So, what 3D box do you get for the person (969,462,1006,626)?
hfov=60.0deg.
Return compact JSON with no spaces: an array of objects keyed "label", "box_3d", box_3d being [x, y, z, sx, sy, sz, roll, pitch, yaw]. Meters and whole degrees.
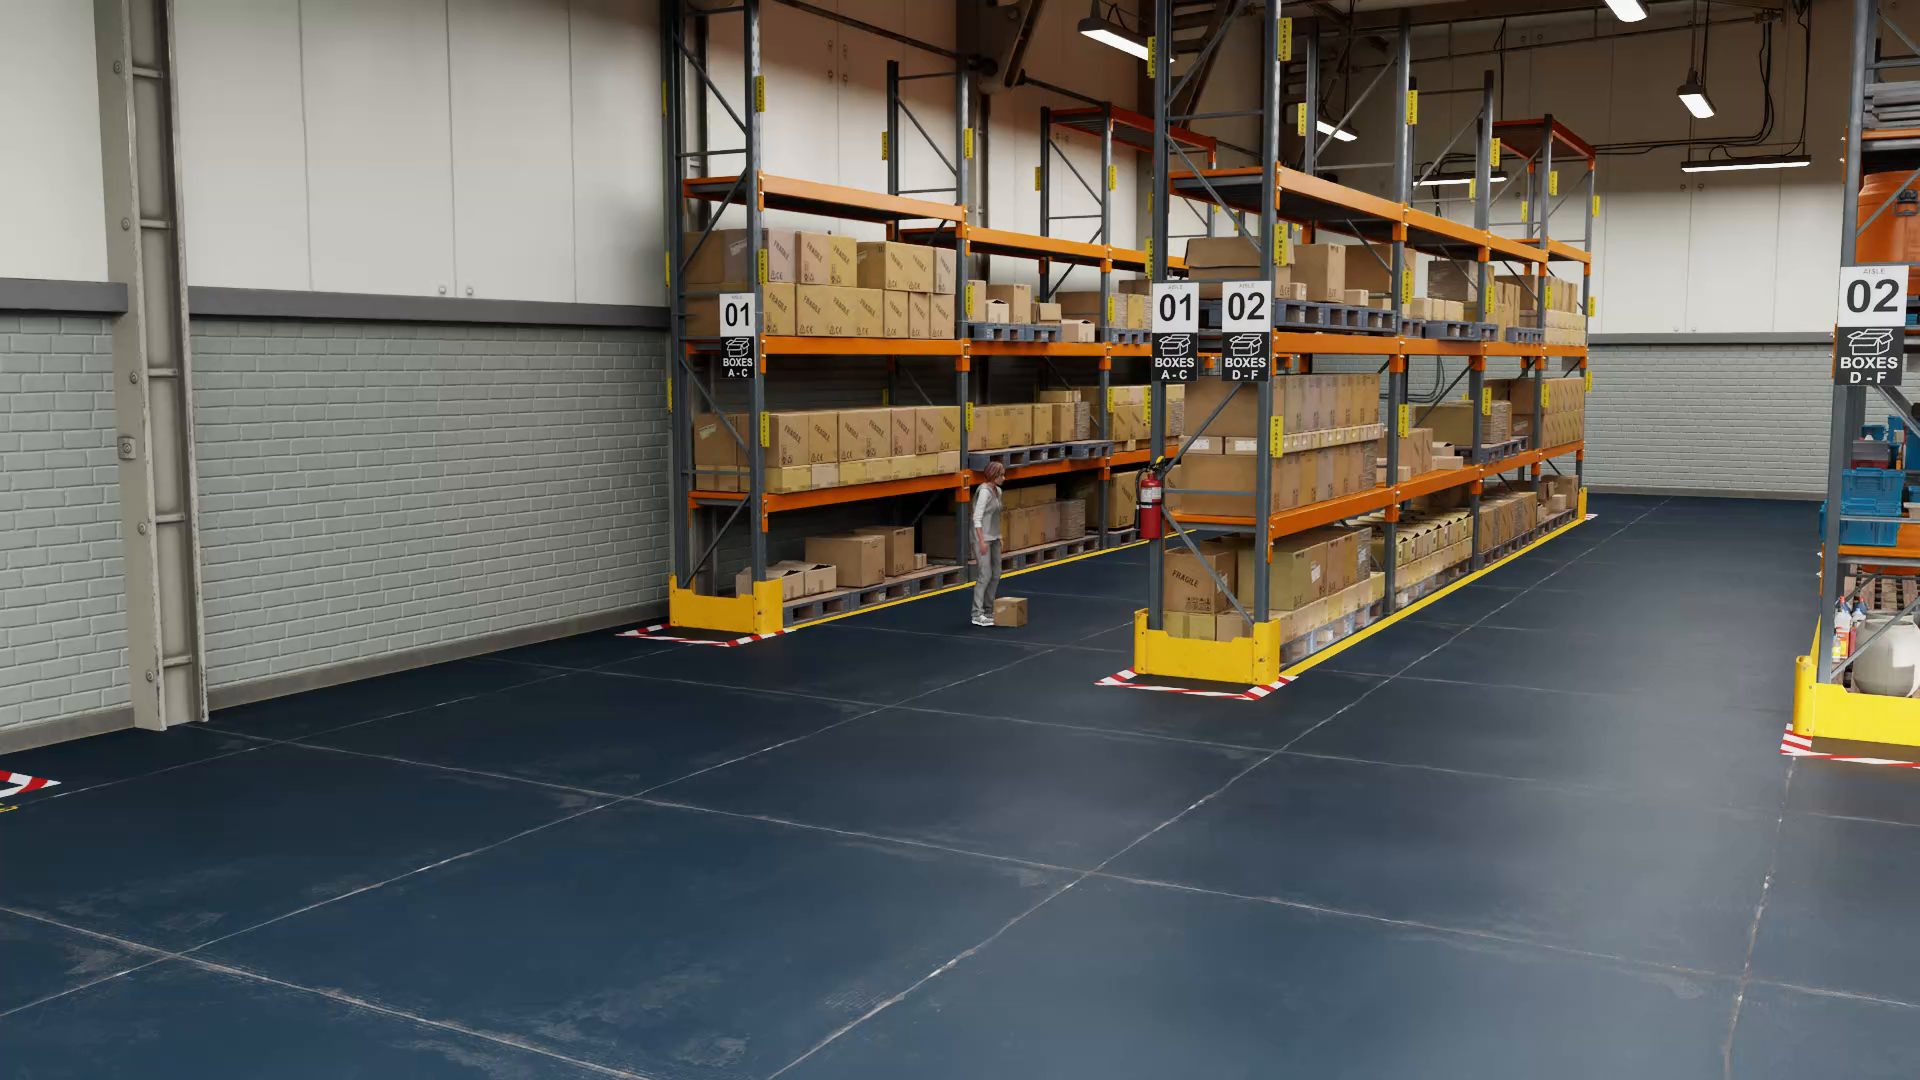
[{"label":"person","box_3d":[0.275,0.026,16.331,0.343,1.593,0.462,3,7,29]}]
